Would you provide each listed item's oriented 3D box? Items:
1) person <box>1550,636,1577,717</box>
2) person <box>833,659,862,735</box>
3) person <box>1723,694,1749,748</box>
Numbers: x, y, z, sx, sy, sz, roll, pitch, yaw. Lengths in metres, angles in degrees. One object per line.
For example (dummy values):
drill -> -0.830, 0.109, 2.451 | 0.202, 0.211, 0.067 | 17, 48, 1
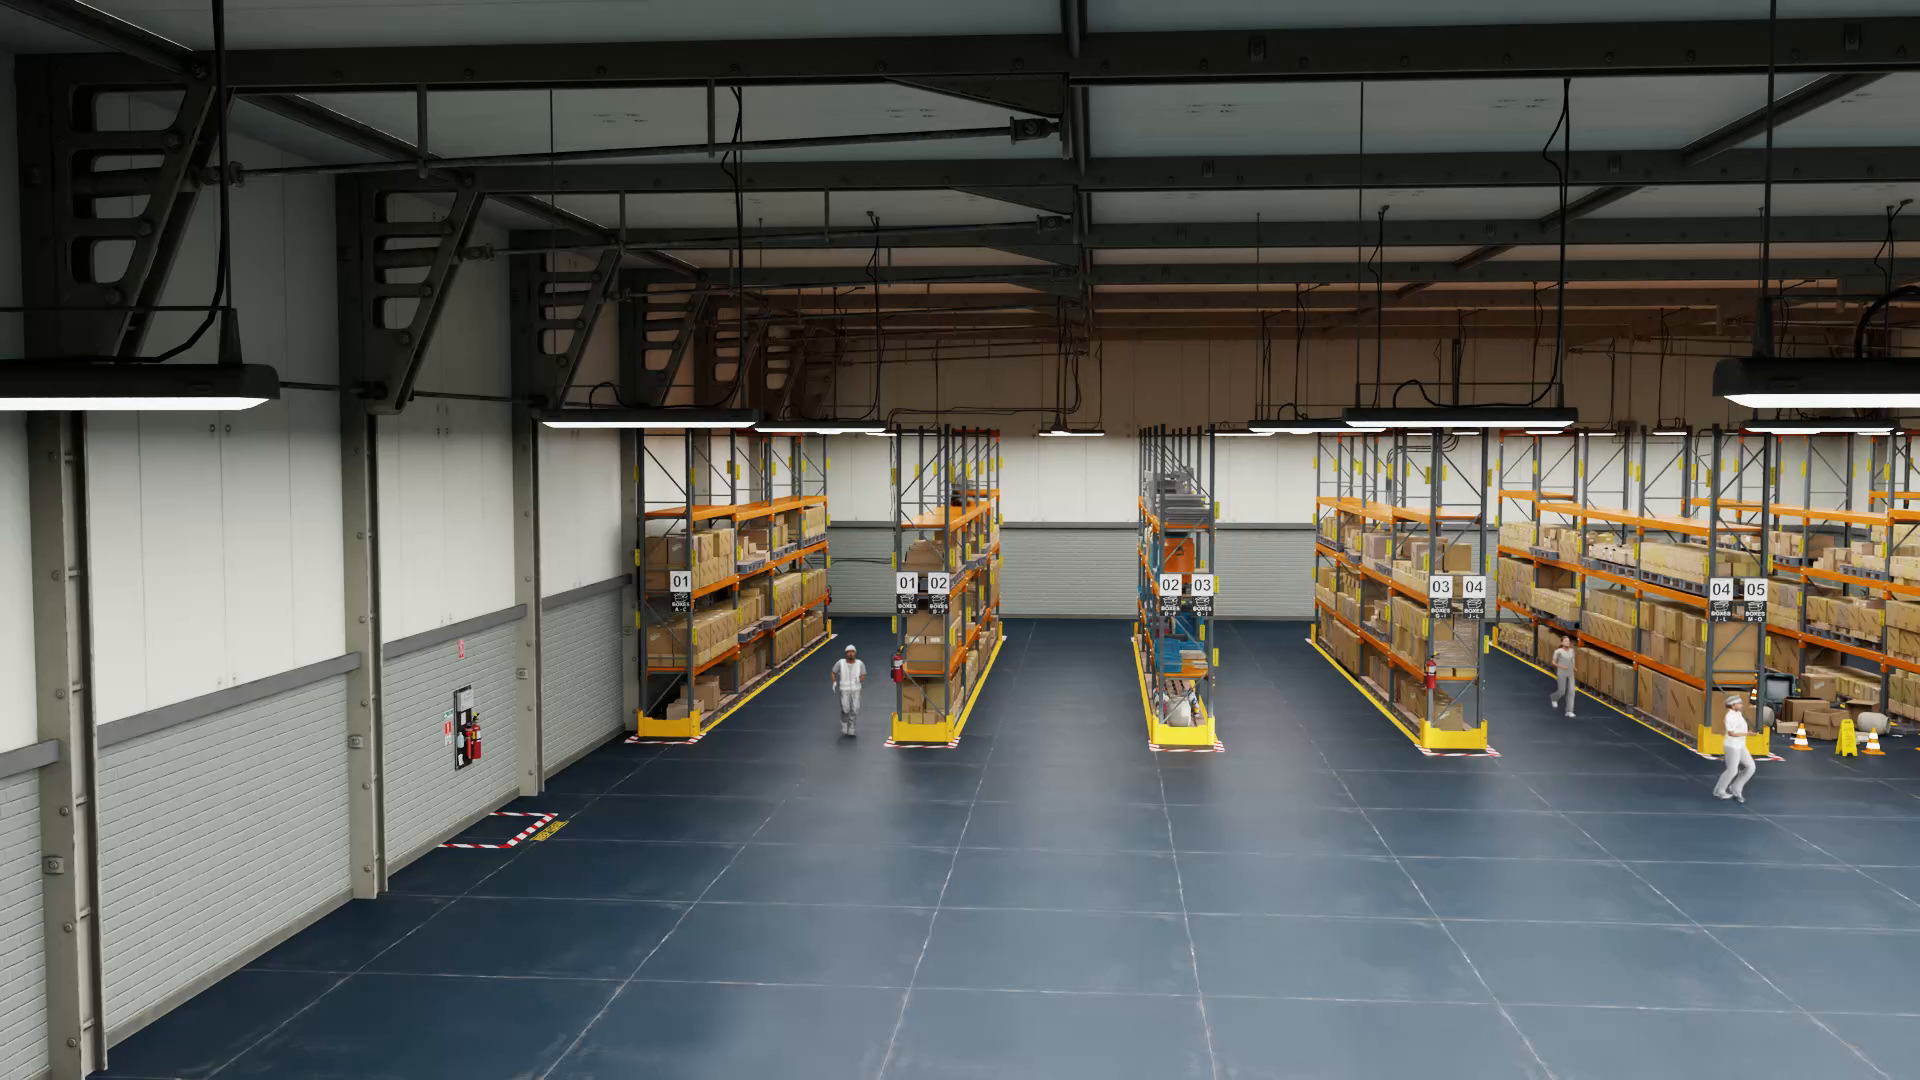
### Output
person -> 12.500, 2.794, 34.341 | 0.570, 1.645, 0.924 | 0, 3, -7
person -> -2.141, 3.032, 31.921 | 0.583, 1.463, 0.546 | -1, 4, -11
person -> 12.231, 2.845, 26.209 | 0.344, 0.839, 0.409 | 3, 5, 43
